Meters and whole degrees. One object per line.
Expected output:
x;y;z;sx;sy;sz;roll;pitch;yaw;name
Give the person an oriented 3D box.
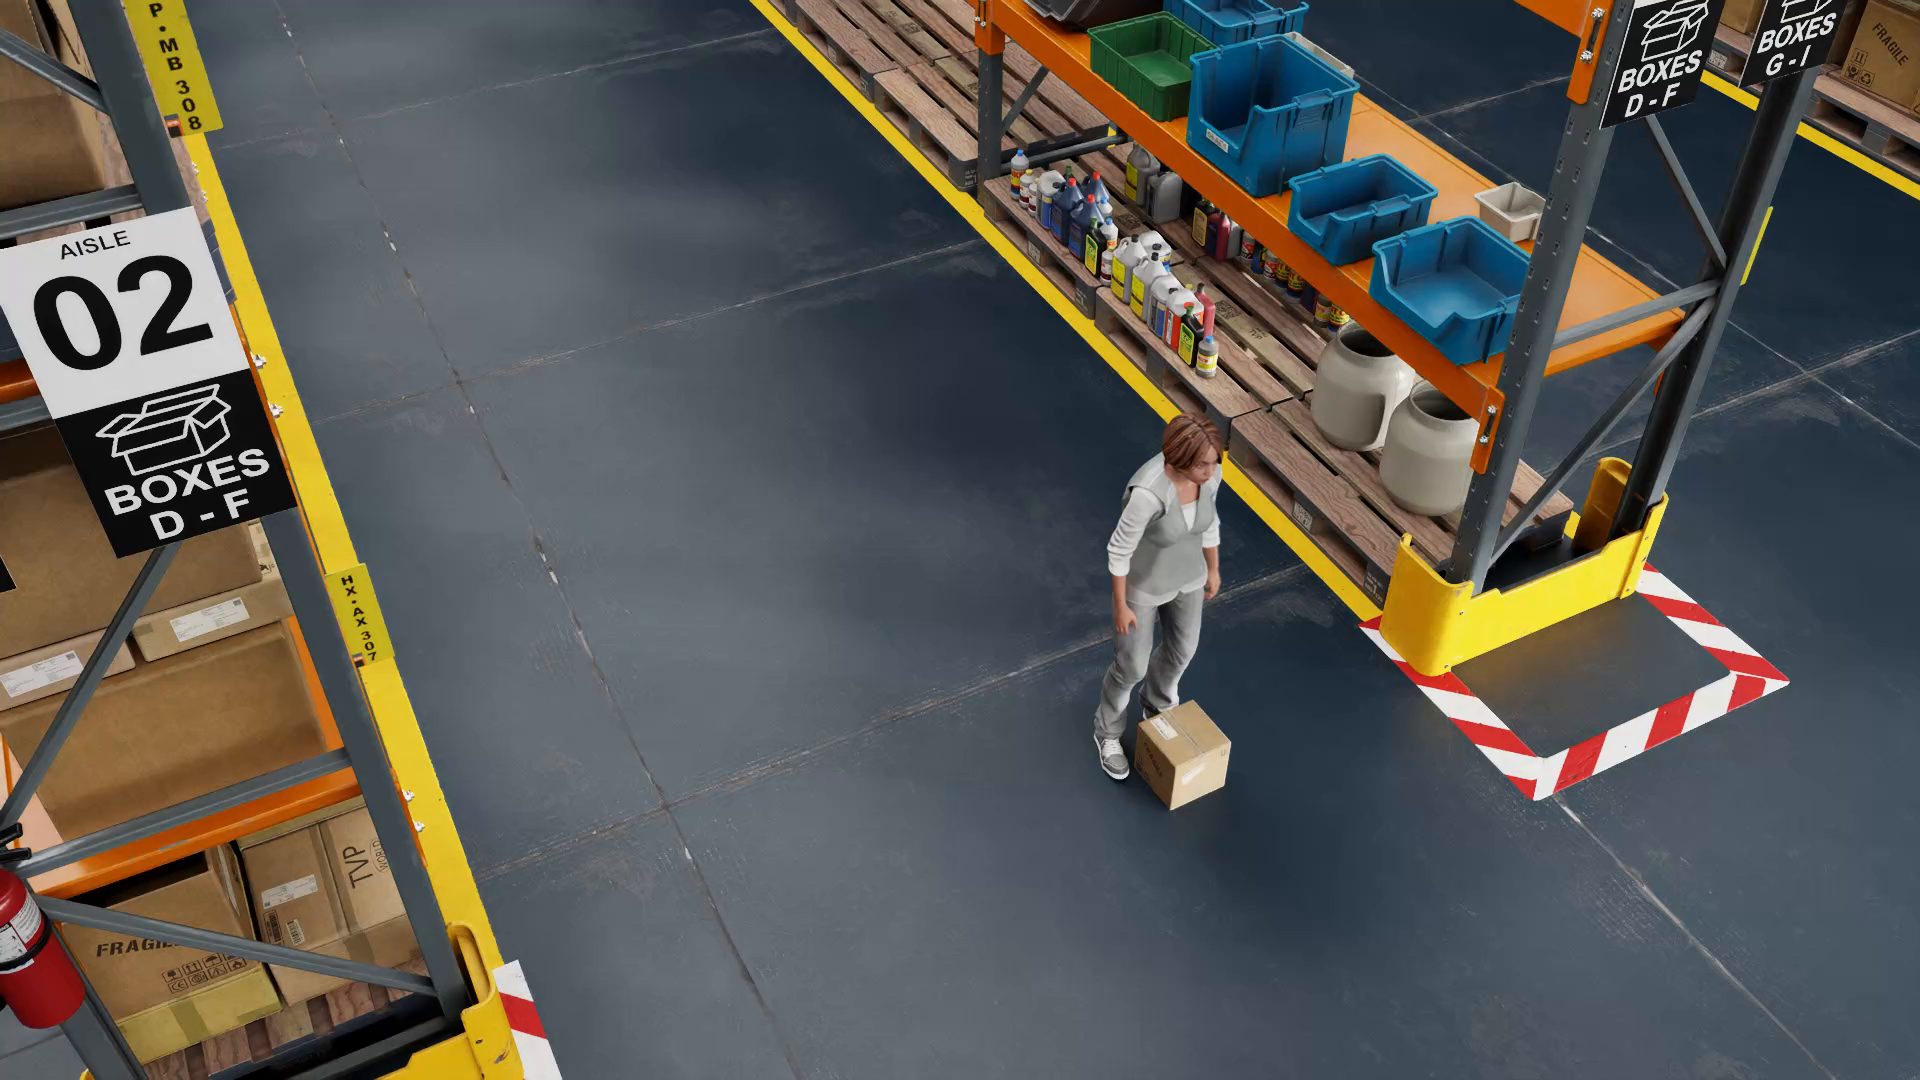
0.723;0.171;5.976;0.484;1.594;0.342;-21;46;-22;person
